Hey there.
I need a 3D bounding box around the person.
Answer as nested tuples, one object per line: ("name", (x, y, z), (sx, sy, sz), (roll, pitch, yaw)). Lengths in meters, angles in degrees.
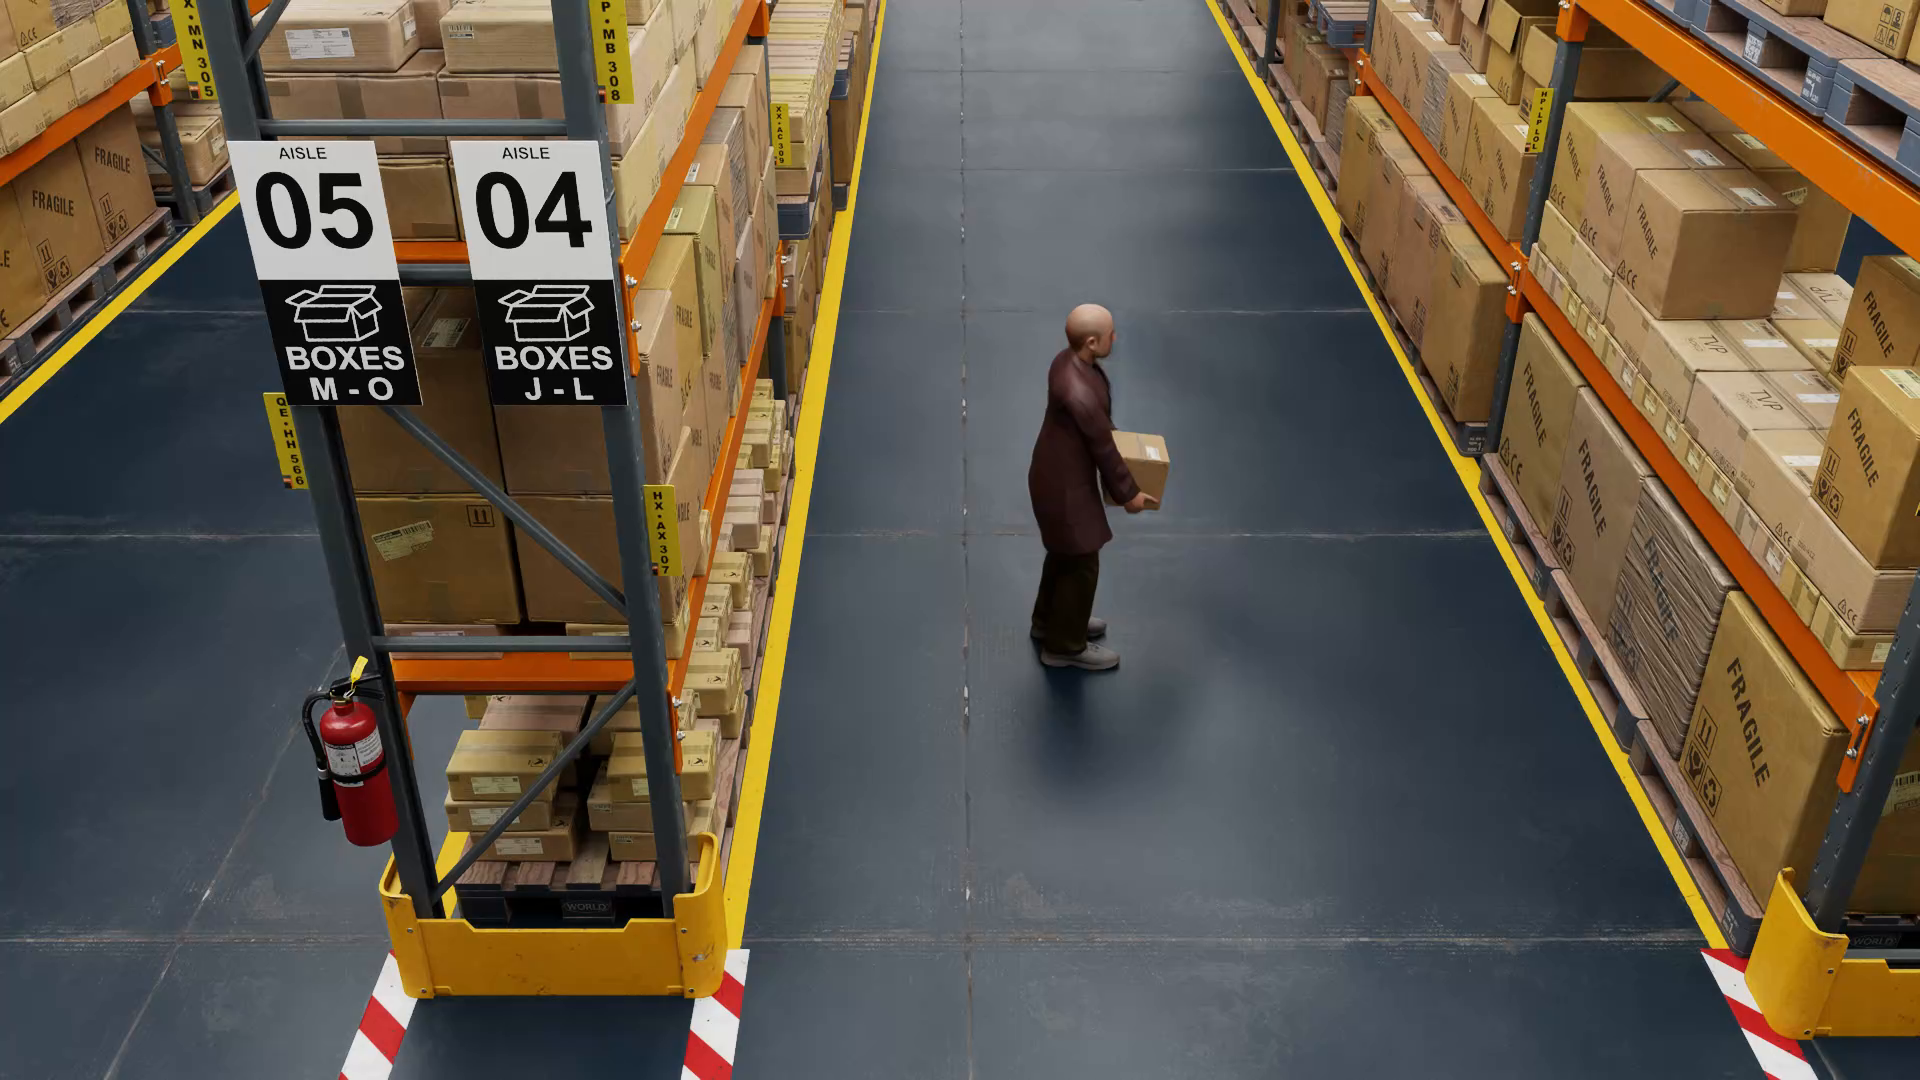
("person", (0.597, -0.236, 7.546), (0.575, 1.776, 0.525), (-1, 31, -1))
